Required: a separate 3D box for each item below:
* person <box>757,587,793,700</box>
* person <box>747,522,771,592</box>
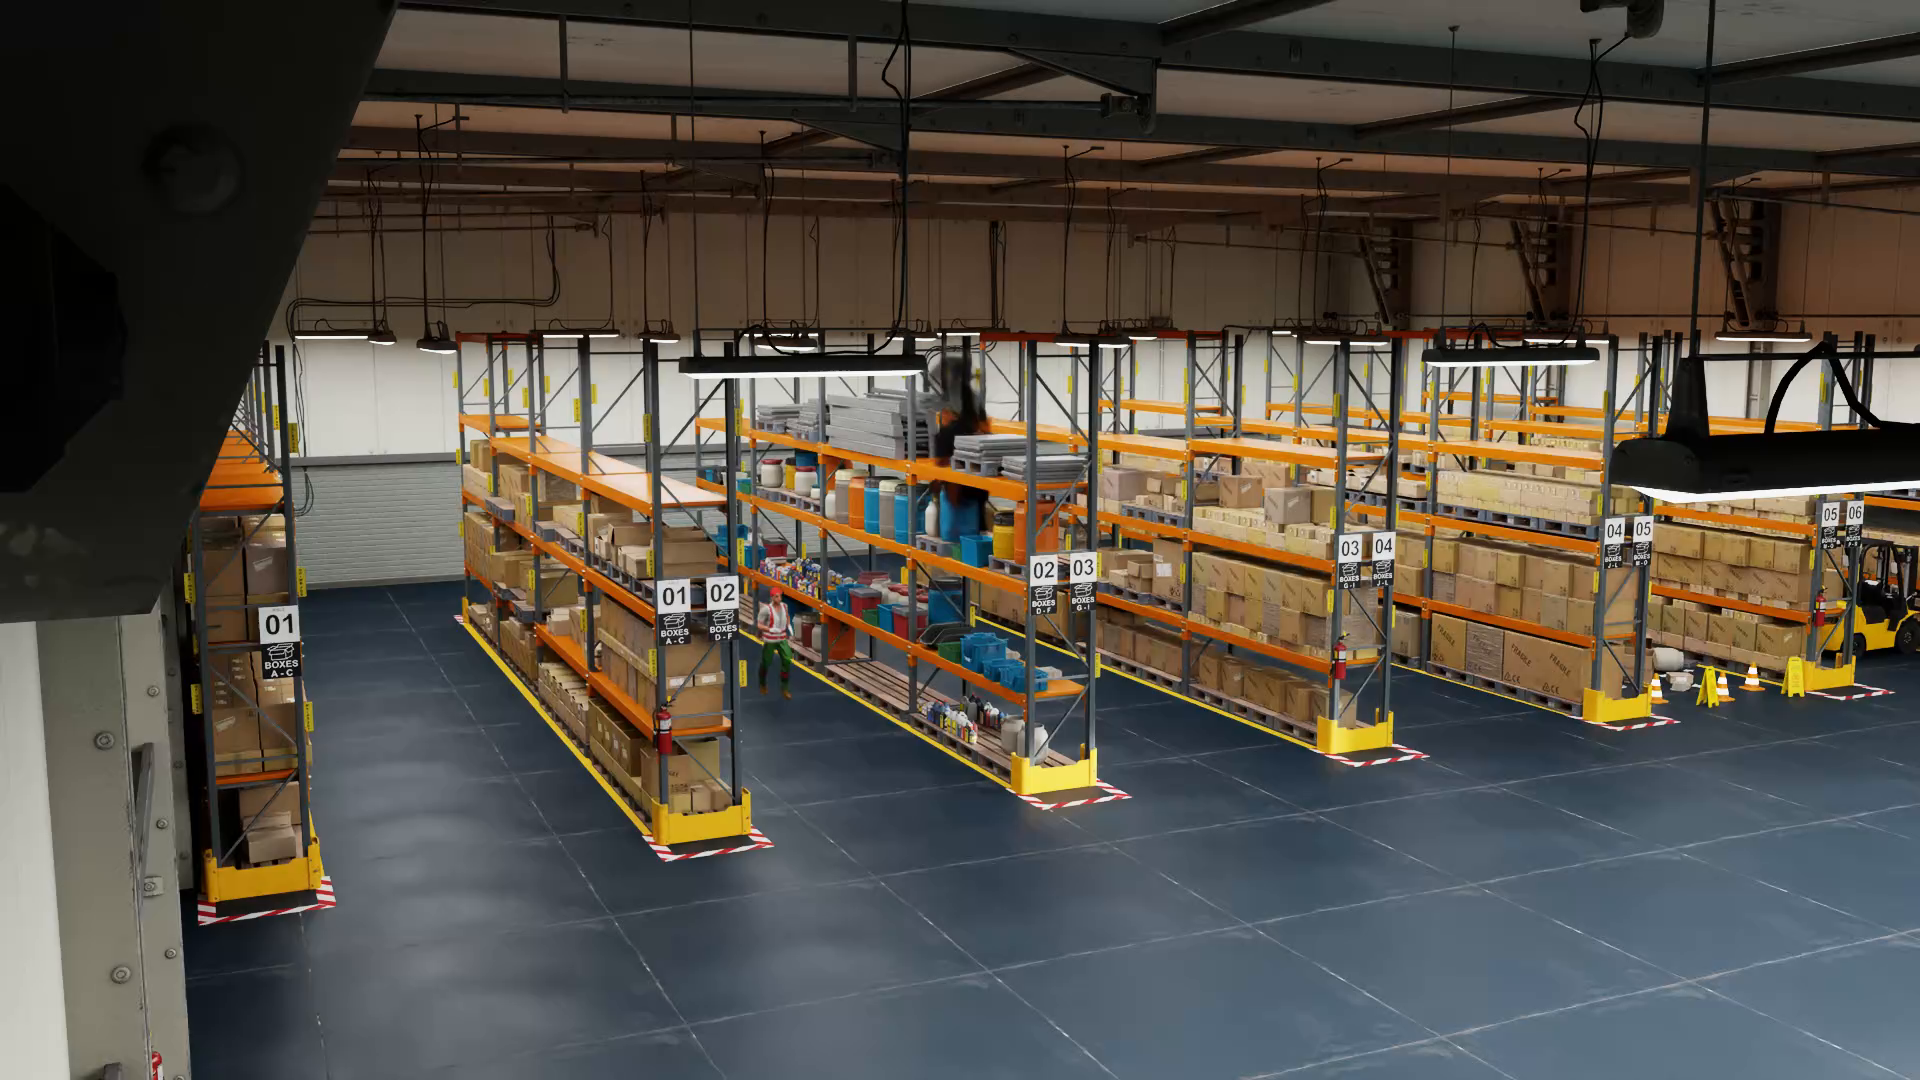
[{"bbox_3d":[-2.979,1.634,26.774,0.680,1.800,0.836,-5,9,-32],"label":"person"},{"bbox_3d":[-4.561,0.414,37.711,0.813,1.700,0.576,2,8,12],"label":"person"}]
